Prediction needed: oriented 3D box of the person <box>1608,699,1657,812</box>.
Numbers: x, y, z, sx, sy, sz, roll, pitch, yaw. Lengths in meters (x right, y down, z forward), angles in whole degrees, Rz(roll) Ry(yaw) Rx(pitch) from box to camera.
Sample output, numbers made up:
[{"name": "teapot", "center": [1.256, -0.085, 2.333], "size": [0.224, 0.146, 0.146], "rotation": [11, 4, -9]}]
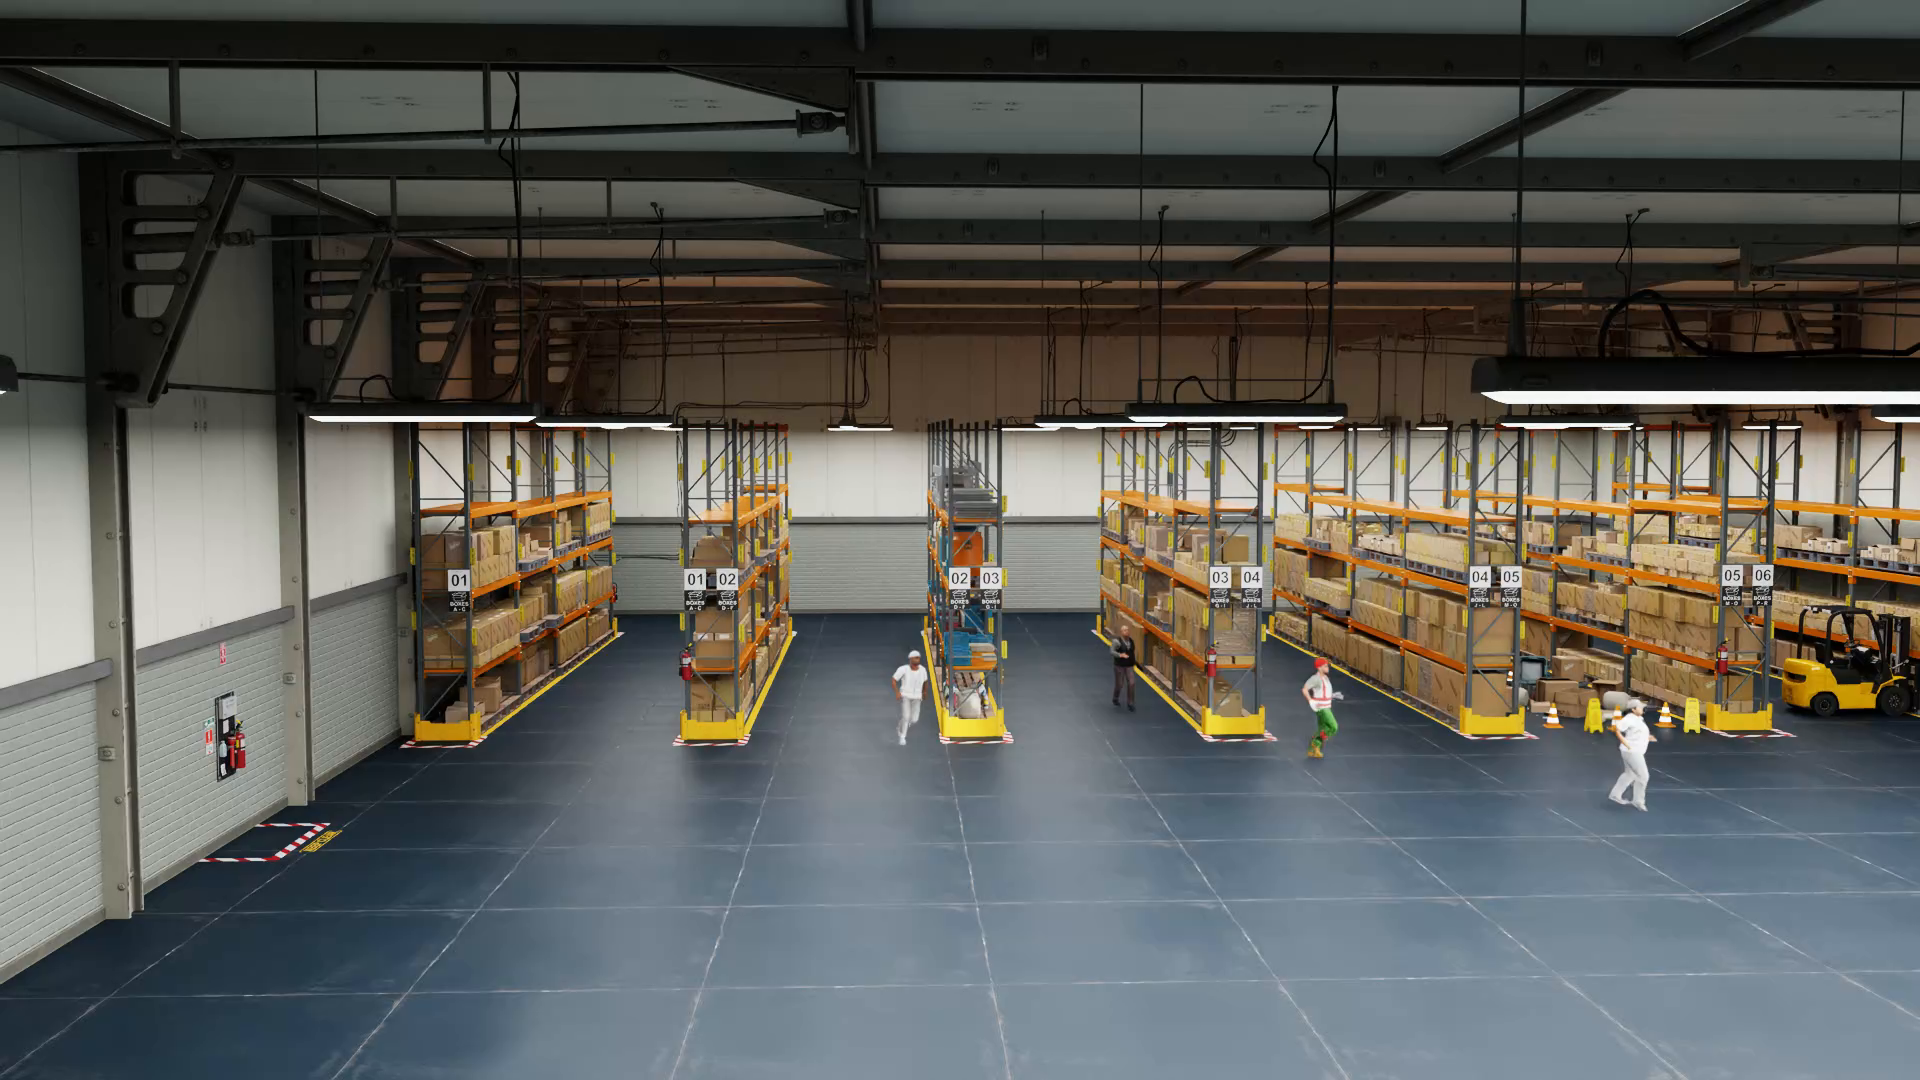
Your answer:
[{"name": "person", "center": [10.263, 3.289, 25.369], "size": [0.665, 1.738, 0.590], "rotation": [2, 4, 32]}]

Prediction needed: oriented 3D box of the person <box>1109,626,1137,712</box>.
[{"name": "person", "center": [3.380, 2.659, 34.480], "size": [0.644, 1.771, 0.813], "rotation": [-1, 4, -16]}]

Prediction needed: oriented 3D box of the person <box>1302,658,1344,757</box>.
[{"name": "person", "center": [6.408, 2.954, 29.233], "size": [0.650, 1.743, 0.646], "rotation": [2, 4, 29]}]

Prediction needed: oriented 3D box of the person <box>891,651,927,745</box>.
[{"name": "person", "center": [-0.933, 2.904, 30.901], "size": [0.745, 1.706, 0.585], "rotation": [-2, 4, -25]}]
